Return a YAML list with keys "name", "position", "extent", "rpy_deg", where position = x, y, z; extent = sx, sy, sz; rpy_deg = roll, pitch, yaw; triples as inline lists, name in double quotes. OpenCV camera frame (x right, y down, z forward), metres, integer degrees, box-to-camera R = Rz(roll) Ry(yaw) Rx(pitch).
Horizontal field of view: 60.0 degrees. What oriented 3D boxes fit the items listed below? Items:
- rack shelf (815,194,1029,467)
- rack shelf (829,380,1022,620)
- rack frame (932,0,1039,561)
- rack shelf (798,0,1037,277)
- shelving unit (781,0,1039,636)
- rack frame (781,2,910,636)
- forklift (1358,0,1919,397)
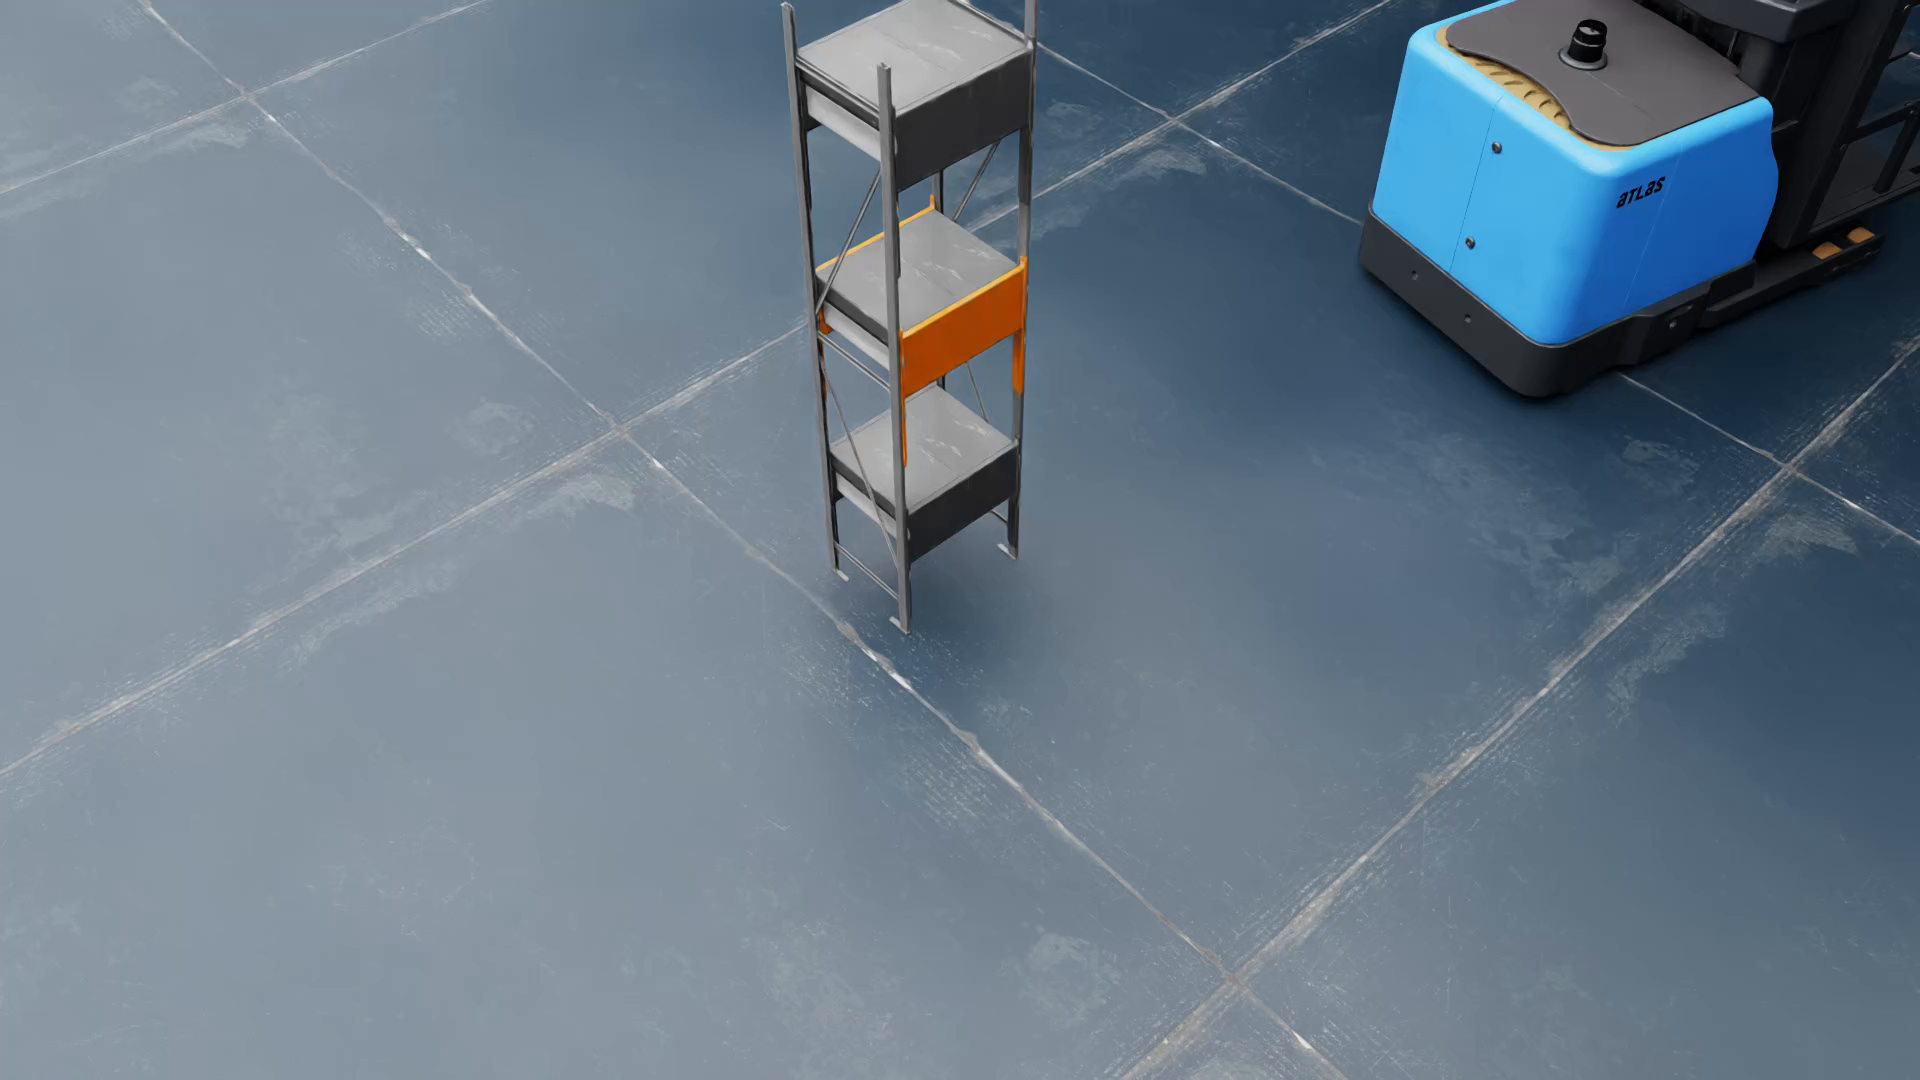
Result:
- name: "rack shelf"
  position: [-0.122, -0.621, 4.913]
  extent: [0.480, 0.518, 0.431]
  rpy_deg: [-34, 56, -27]
- name: "rack shelf"
  position: [-0.122, -0.146, 5.427]
  extent: [0.480, 0.518, 0.431]
  rpy_deg: [-34, 56, -27]
- name: "rack frame"
  position: [0.058, -0.751, 5.014]
  extent: [0.015, 2.100, 0.400]
  rpy_deg: [-34, 56, -27]
- name: "rack shelf"
  position: [-0.122, -1.096, 4.398]
  extent: [0.480, 0.518, 0.431]
  rpy_deg: [-34, 56, -27]
- name: "shelving unit"
  position: [-0.122, -0.630, 4.903]
  extent: [0.503, 2.100, 0.431]
  rpy_deg: [-34, 56, -27]
- name: "rack frame"
  position: [-0.303, -0.510, 4.791]
  extent: [0.015, 2.100, 0.400]
  rpy_deg: [-34, 56, -27]
- name: "forklift"
  position: [3.137, -2.337, 5.912]
  extent: [3.031, 2.935, 1.130]
  rpy_deg: [-23, 51, -20]
